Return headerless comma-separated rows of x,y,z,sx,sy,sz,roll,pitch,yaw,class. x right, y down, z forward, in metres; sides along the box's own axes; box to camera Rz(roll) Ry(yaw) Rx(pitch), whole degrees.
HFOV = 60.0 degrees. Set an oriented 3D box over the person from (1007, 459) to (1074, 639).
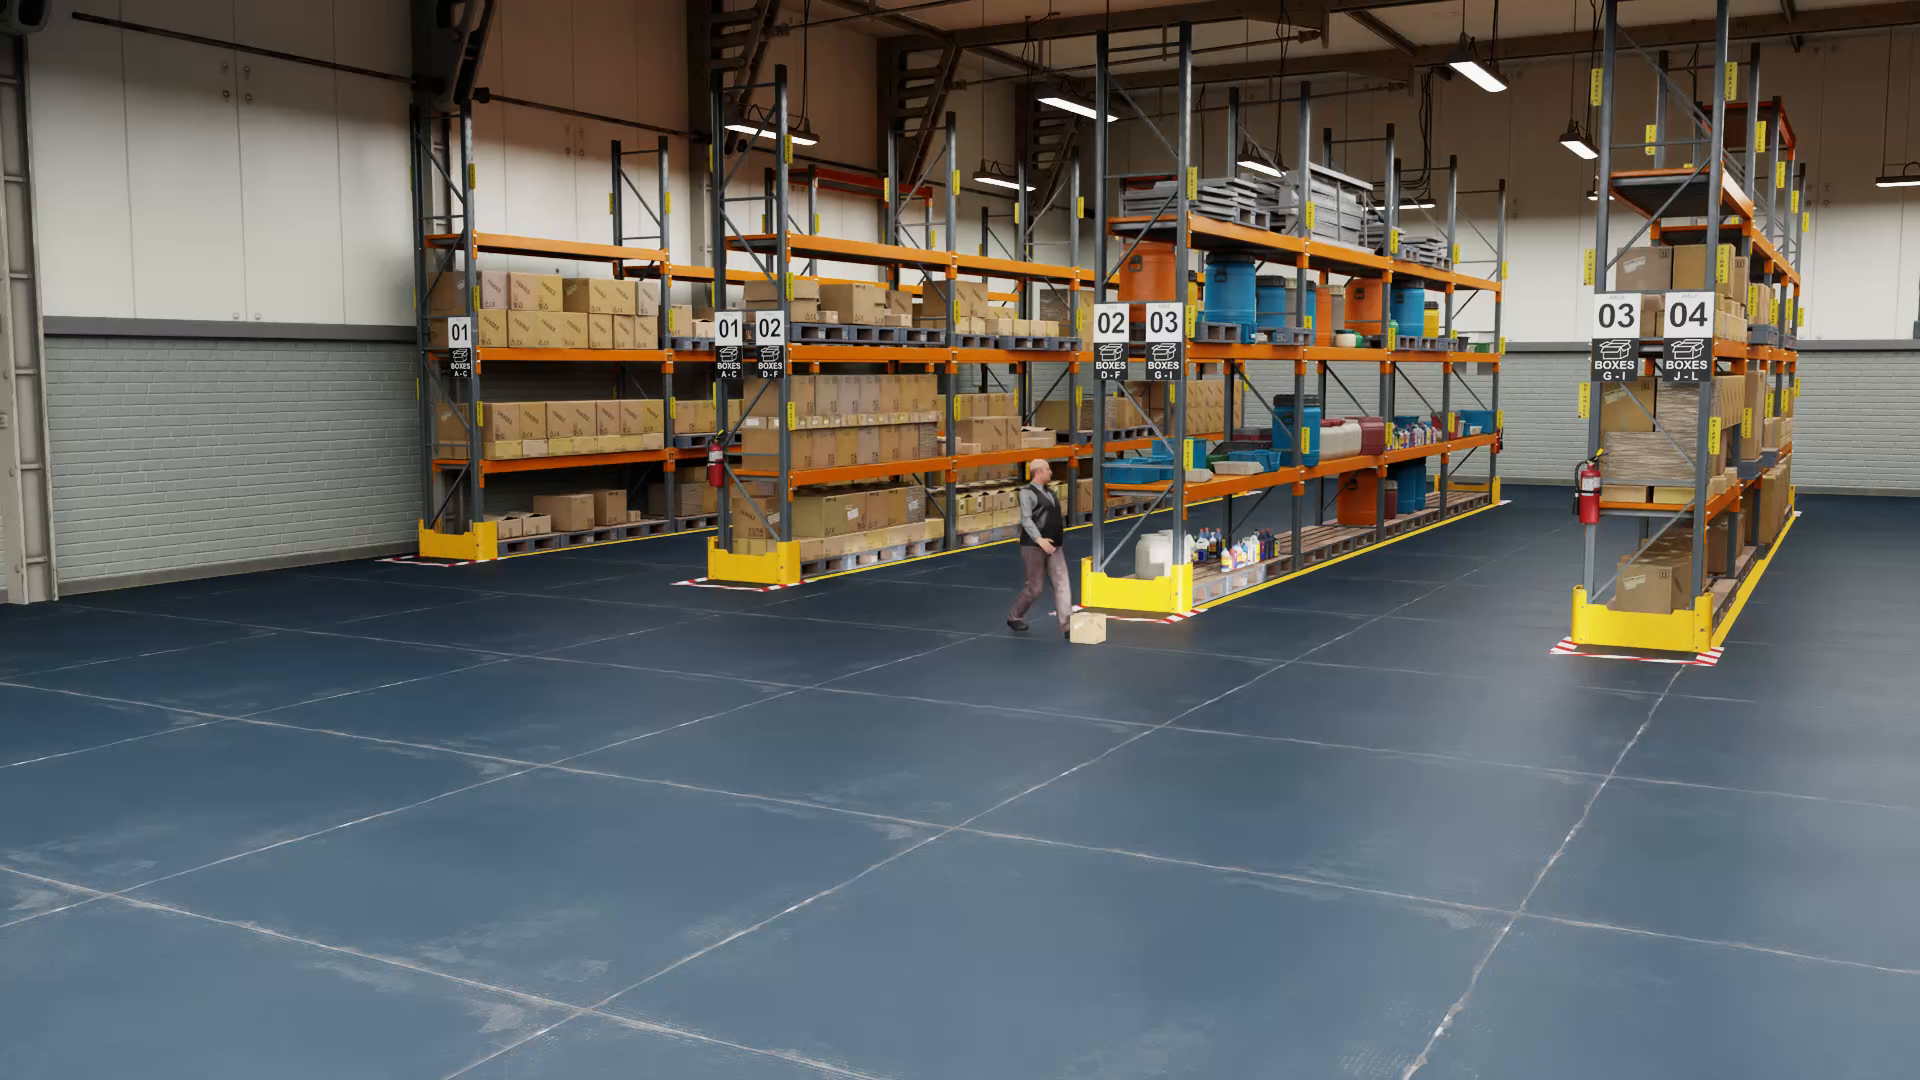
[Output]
0.828,0.085,15.578,0.941,1.676,0.590,5,8,40,person
